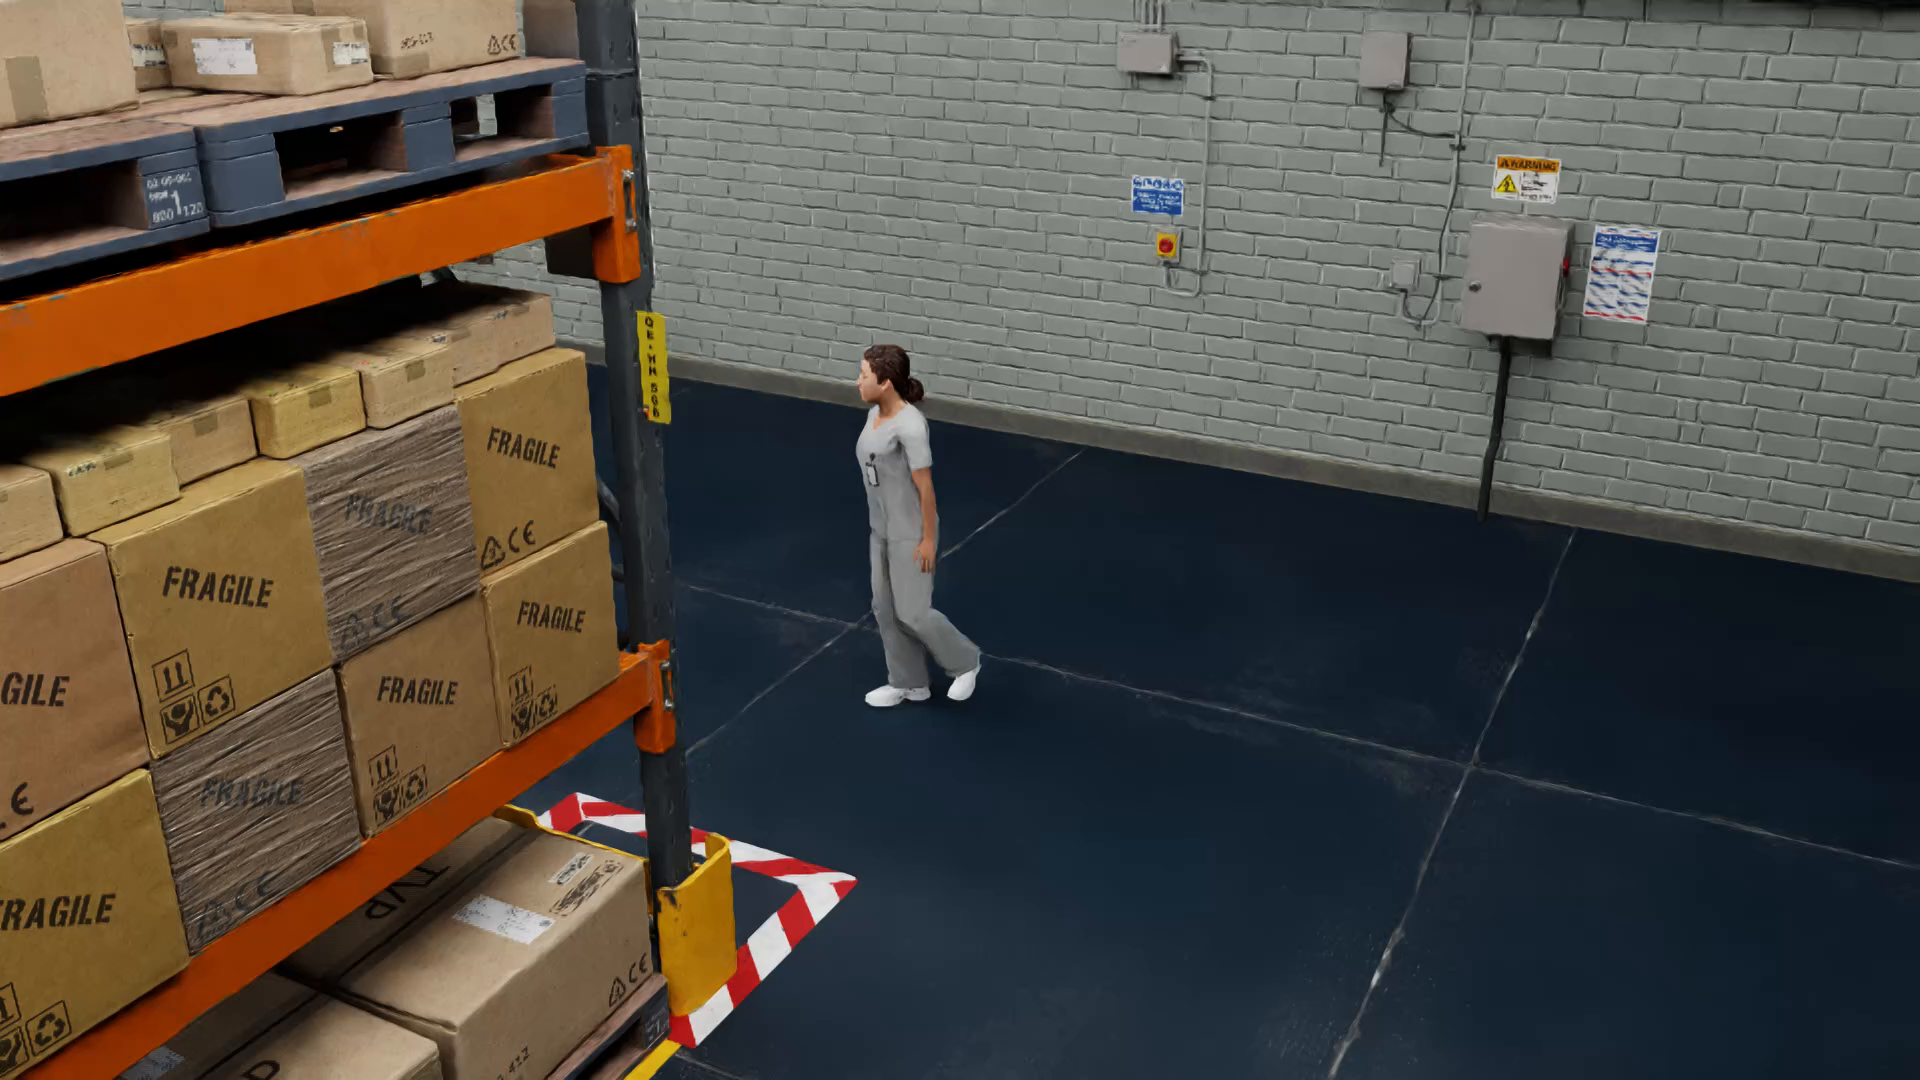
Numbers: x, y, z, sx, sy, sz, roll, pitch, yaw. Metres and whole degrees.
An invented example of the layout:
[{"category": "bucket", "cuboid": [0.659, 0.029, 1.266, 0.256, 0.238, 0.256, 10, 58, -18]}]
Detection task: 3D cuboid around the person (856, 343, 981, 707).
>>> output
[{"category": "person", "cuboid": [-0.173, -0.052, 7.227, 0.530, 1.662, 0.504, -12, 26, -26]}]
